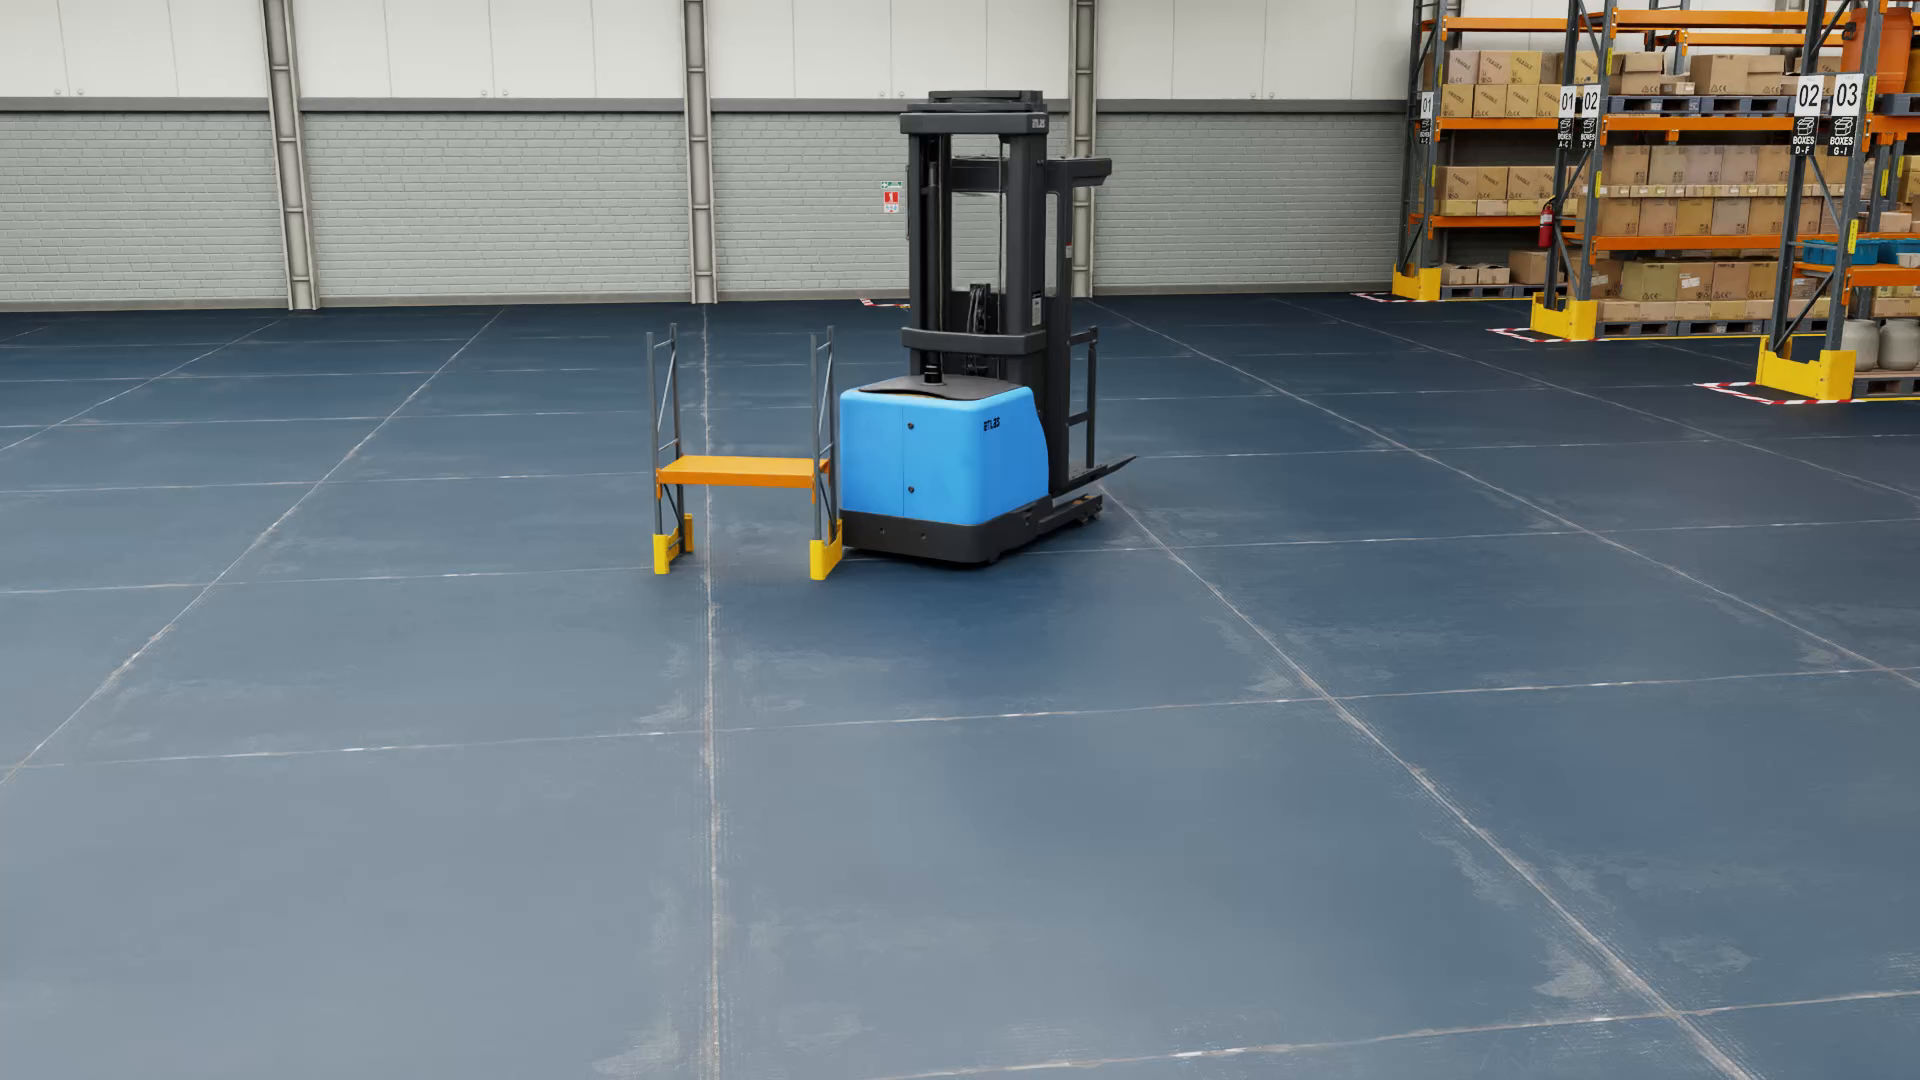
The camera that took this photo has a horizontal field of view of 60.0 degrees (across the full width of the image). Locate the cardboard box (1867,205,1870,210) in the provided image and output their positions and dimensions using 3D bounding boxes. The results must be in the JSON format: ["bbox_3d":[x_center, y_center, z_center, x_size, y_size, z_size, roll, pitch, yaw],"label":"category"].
[{"bbox_3d":[15.489,-5.639,28.017,0.250,0.149,0.380,-2,14,-7],"label":"cardboard box"}]

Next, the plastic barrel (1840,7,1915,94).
[{"bbox_3d":[9.232,-4.920,16.762,0.708,0.830,0.600,-2,14,-8],"label":"plastic barrel"}]

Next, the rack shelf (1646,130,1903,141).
[{"bbox_3d":[13.227,-6.712,27.130,4.000,0.370,1.077,-2,14,-8],"label":"rack shelf"}]

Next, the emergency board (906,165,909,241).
[{"bbox_3d":[-0.525,-5.324,26.284,0.643,1.169,0.194,-2,14,-8],"label":"emergency board"}]

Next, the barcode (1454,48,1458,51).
[{"bbox_3d":[7.922,-7.814,26.551,0.075,0.075,0.001,-2,14,-8],"label":"barcode"}]

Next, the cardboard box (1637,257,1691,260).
[{"bbox_3d":[9.508,-3.561,22.503,0.500,0.500,0.500,-2,14,-8],"label":"cardboard box"}]

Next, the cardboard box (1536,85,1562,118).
[{"bbox_3d":[9.238,-6.908,26.189,0.500,0.500,0.500,-1,14,-5],"label":"cardboard box"}]

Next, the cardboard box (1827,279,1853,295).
[{"bbox_3d":[12.349,-3.567,22.916,0.500,0.311,0.500,-2,14,-8],"label":"cardboard box"}]

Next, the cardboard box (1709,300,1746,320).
[{"bbox_3d":[10.083,-3.087,22.152,0.500,0.250,0.500,-2,14,-8],"label":"cardboard box"}]

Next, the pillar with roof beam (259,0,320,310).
[{"bbox_3d":[-9.300,-6.844,20.011,0.400,9.000,9.100,-2,14,-8],"label":"pillar with roof beam"}]

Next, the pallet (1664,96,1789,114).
[{"bbox_3d":[9.948,-5.673,21.692,1.213,0.211,1.003,-2,14,-8],"label":"pallet"}]

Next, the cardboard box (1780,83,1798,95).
[{"bbox_3d":[10.839,-5.837,21.529,0.250,0.149,0.380,-2,14,-8],"label":"cardboard box"}]

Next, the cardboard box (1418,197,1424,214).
[{"bbox_3d":[7.727,-5.389,26.810,0.500,0.250,0.500,-2,14,-7],"label":"cardboard box"}]

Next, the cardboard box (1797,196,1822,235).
[{"bbox_3d":[11.033,-4.352,22.203,0.500,0.500,0.700,-2,14,-9],"label":"cardboard box"}]

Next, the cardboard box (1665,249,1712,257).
[{"bbox_3d":[11.975,-4.565,27.491,0.500,0.500,0.700,-2,14,-6],"label":"cardboard box"}]

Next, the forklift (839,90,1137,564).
[{"bbox_3d":[0.361,-1.584,11.511,1.130,2.935,3.031,8,16,28],"label":"forklift"}]

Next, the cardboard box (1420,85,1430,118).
[{"bbox_3d":[7.669,-6.977,26.464,0.500,0.500,0.500,-1,14,-4],"label":"cardboard box"}]

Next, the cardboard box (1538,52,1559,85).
[{"bbox_3d":[9.209,-7.516,26.557,0.500,0.500,0.500,-2,14,-8],"label":"cardboard box"}]

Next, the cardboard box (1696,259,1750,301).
[{"bbox_3d":[10.083,-3.450,22.060,0.500,0.500,0.500,-2,14,-8],"label":"cardboard box"}]

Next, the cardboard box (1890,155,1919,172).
[{"bbox_3d":[15.721,-6.200,27.377,0.500,0.250,0.500,-2,14,-7],"label":"cardboard box"}]

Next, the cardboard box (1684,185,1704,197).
[{"bbox_3d":[9.476,-4.560,21.699,0.250,0.149,0.380,-3,14,-10],"label":"cardboard box"}]

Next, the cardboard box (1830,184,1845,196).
[{"bbox_3d":[11.509,-4.635,21.998,0.250,0.149,0.380,-2,14,-9],"label":"cardboard box"}]

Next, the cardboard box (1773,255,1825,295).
[{"bbox_3d":[11.486,-3.634,22.793,0.500,0.500,0.500,-2,14,-8],"label":"cardboard box"}]

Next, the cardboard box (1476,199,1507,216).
[{"bbox_3d":[8.335,-5.289,26.411,0.500,0.250,0.500,-3,14,-10],"label":"cardboard box"}]

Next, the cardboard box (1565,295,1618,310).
[{"bbox_3d":[8.522,-3.157,22.434,0.500,0.250,0.500,-2,14,-8],"label":"cardboard box"}]

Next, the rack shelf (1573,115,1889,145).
[{"bbox_3d":[10.013,-5.375,21.801,4.000,0.370,1.077,-2,14,-8],"label":"rack shelf"}]

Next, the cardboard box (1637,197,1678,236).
[{"bbox_3d":[9.018,-4.279,21.913,0.500,0.500,0.700,-2,14,-7],"label":"cardboard box"}]

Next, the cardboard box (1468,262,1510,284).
[{"bbox_3d":[8.555,-4.321,26.910,0.500,0.311,0.500,-1,14,-4],"label":"cardboard box"}]

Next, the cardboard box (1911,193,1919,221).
[{"bbox_3d":[13.274,-4.433,22.527,0.500,0.500,0.500,-1,14,-4],"label":"cardboard box"}]

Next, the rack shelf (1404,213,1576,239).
[{"bbox_3d":[9.272,-5.112,26.917,4.000,0.370,1.077,-2,14,-8],"label":"rack shelf"}]

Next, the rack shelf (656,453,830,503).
[{"bbox_3d":[-1.342,-0.393,10.443,1.000,0.185,0.538,2,14,8],"label":"rack shelf"}]

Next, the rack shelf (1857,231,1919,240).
[{"bbox_3d":[13.969,-4.065,22.744,4.000,0.370,1.077,-2,14,-8],"label":"rack shelf"}]

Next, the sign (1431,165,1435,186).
[{"bbox_3d":[7.375,-5.678,25.914,0.005,0.325,0.100,-2,14,-8],"label":"sign"}]

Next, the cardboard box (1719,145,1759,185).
[{"bbox_3d":[10.064,-4.947,21.910,0.500,0.500,0.700,-2,14,-8],"label":"cardboard box"}]

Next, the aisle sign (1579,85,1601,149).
[{"bbox_3d":[8.016,-5.382,21.170,0.004,0.787,0.394,-2,14,-8],"label":"aisle sign"}]

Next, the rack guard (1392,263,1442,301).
[{"bbox_3d":[7.369,-4.178,26.855,0.348,0.500,1.175,-2,14,-8],"label":"rack guard"}]

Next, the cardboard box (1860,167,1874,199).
[{"bbox_3d":[14.741,-5.920,27.553,0.500,0.500,0.700,-4,15,-15],"label":"cardboard box"}]

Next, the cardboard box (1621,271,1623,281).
[{"bbox_3d":[10.725,-4.346,27.303,0.250,0.166,0.380,-4,15,-16],"label":"cardboard box"}]

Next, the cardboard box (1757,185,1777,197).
[{"bbox_3d":[10.498,-4.598,21.850,0.250,0.149,0.380,-2,14,-7],"label":"cardboard box"}]

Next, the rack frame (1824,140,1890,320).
[{"bbox_3d":[11.991,-4.342,22.367,0.127,3.000,1.000,-2,14,-8],"label":"rack frame"}]

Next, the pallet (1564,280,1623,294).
[{"bbox_3d":[10.591,-4.148,27.326,1.213,0.211,1.003,-2,14,-8],"label":"pallet"}]

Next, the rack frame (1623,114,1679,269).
[{"bbox_3d":[11.249,-5.533,27.118,0.127,3.000,1.000,-2,14,-8],"label":"rack frame"}]

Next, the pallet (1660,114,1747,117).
[{"bbox_3d":[11.876,-6.894,26.763,1.003,0.211,1.213,-2,14,-8],"label":"pallet"}]

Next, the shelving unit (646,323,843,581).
[{"bbox_3d":[-1.333,-0.567,10.398,1.083,1.500,0.587,2,14,8],"label":"shelving unit"}]

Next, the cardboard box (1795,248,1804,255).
[{"bbox_3d":[13.974,-4.650,27.830,0.500,0.500,0.700,-2,14,-8],"label":"cardboard box"}]

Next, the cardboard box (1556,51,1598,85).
[{"bbox_3d":[9.739,-7.404,26.110,0.500,0.500,0.500,-3,14,-10],"label":"cardboard box"}]

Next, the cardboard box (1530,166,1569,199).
[{"bbox_3d":[9.322,-5.688,26.462,0.500,0.500,0.500,-2,14,-7],"label":"cardboard box"}]

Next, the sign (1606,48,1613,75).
[{"bbox_3d":[8.112,-5.980,20.775,0.005,0.325,0.100,-2,14,-8],"label":"sign"}]

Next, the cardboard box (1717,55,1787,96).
[{"bbox_3d":[10.344,-6.089,21.805,0.637,0.503,0.797,-1,14,-2],"label":"cardboard box"}]

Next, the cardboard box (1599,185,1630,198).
[{"bbox_3d":[8.456,-4.522,21.549,0.250,0.149,0.380,-2,14,-9],"label":"cardboard box"}]

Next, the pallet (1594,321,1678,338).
[{"bbox_3d":[8.786,-2.882,22.279,1.213,0.211,1.003,-2,14,-8],"label":"pallet"}]

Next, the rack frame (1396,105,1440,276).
[{"bbox_3d":[7.294,-5.388,26.540,0.127,3.000,1.000,-2,14,-8],"label":"rack frame"}]
